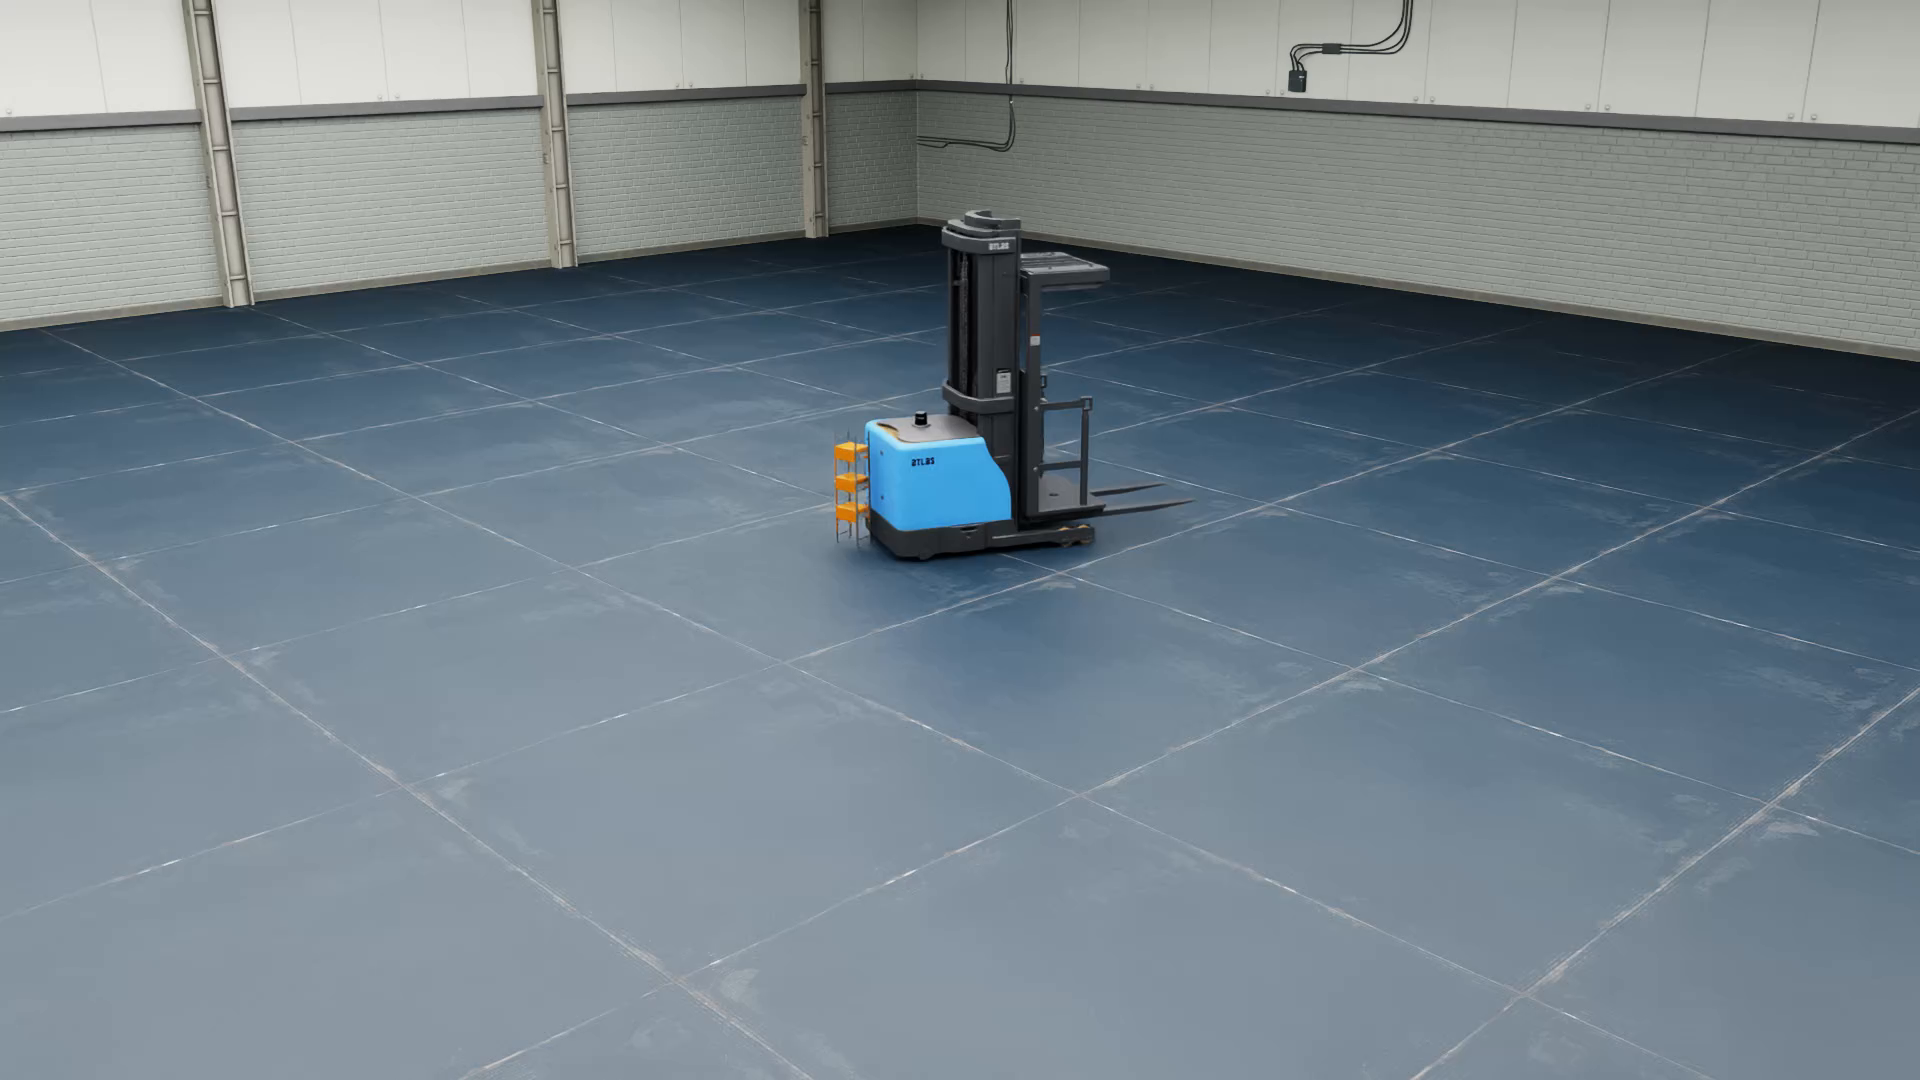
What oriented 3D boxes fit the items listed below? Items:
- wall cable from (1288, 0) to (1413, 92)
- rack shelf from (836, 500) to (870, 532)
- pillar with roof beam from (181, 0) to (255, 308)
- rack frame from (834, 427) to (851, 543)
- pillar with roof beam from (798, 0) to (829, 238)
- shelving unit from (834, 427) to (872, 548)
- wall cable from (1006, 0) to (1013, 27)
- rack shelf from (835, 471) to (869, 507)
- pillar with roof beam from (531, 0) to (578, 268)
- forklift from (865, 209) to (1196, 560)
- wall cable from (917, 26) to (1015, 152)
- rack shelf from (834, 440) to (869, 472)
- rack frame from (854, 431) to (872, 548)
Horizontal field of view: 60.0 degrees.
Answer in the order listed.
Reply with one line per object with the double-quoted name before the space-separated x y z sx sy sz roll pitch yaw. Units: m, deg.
"wall cable" 6.555 -10.461 27.410 0.169 6.003 2.305 -16 24 -41
"rack shelf" -0.967 -0.200 15.099 0.240 0.259 0.215 13 22 36
"pillar with roof beam" -8.766 -7.139 22.677 0.400 9.000 9.100 -16 24 -41
"rack frame" -1.064 -0.497 15.081 0.008 1.050 0.200 13 22 36
"pillar with roof beam" -0.047 -9.681 30.520 0.400 9.000 9.100 -16 24 -41
"shelving unit" -0.967 -0.474 15.010 0.252 1.050 0.215 13 22 36
"wall cable" 1.903 -11.293 32.337 0.112 2.526 3.097 -16 24 -41
"rack shelf" -0.967 -0.464 15.014 0.240 0.259 0.215 13 22 36
"pillar with roof beam" -4.407 -8.410 26.599 0.400 9.000 9.100 -16 24 -41
"forklift" 0.693 -1.485 15.079 3.031 2.935 1.130 -7 19 -20
"wall cable" 0.045 -9.497 34.986 0.112 2.526 3.097 -16 24 -41
"rack shelf" -0.967 -0.734 14.926 0.240 0.259 0.215 13 22 36
"rack frame" -0.870 -0.451 14.939 0.008 1.050 0.200 13 22 36
